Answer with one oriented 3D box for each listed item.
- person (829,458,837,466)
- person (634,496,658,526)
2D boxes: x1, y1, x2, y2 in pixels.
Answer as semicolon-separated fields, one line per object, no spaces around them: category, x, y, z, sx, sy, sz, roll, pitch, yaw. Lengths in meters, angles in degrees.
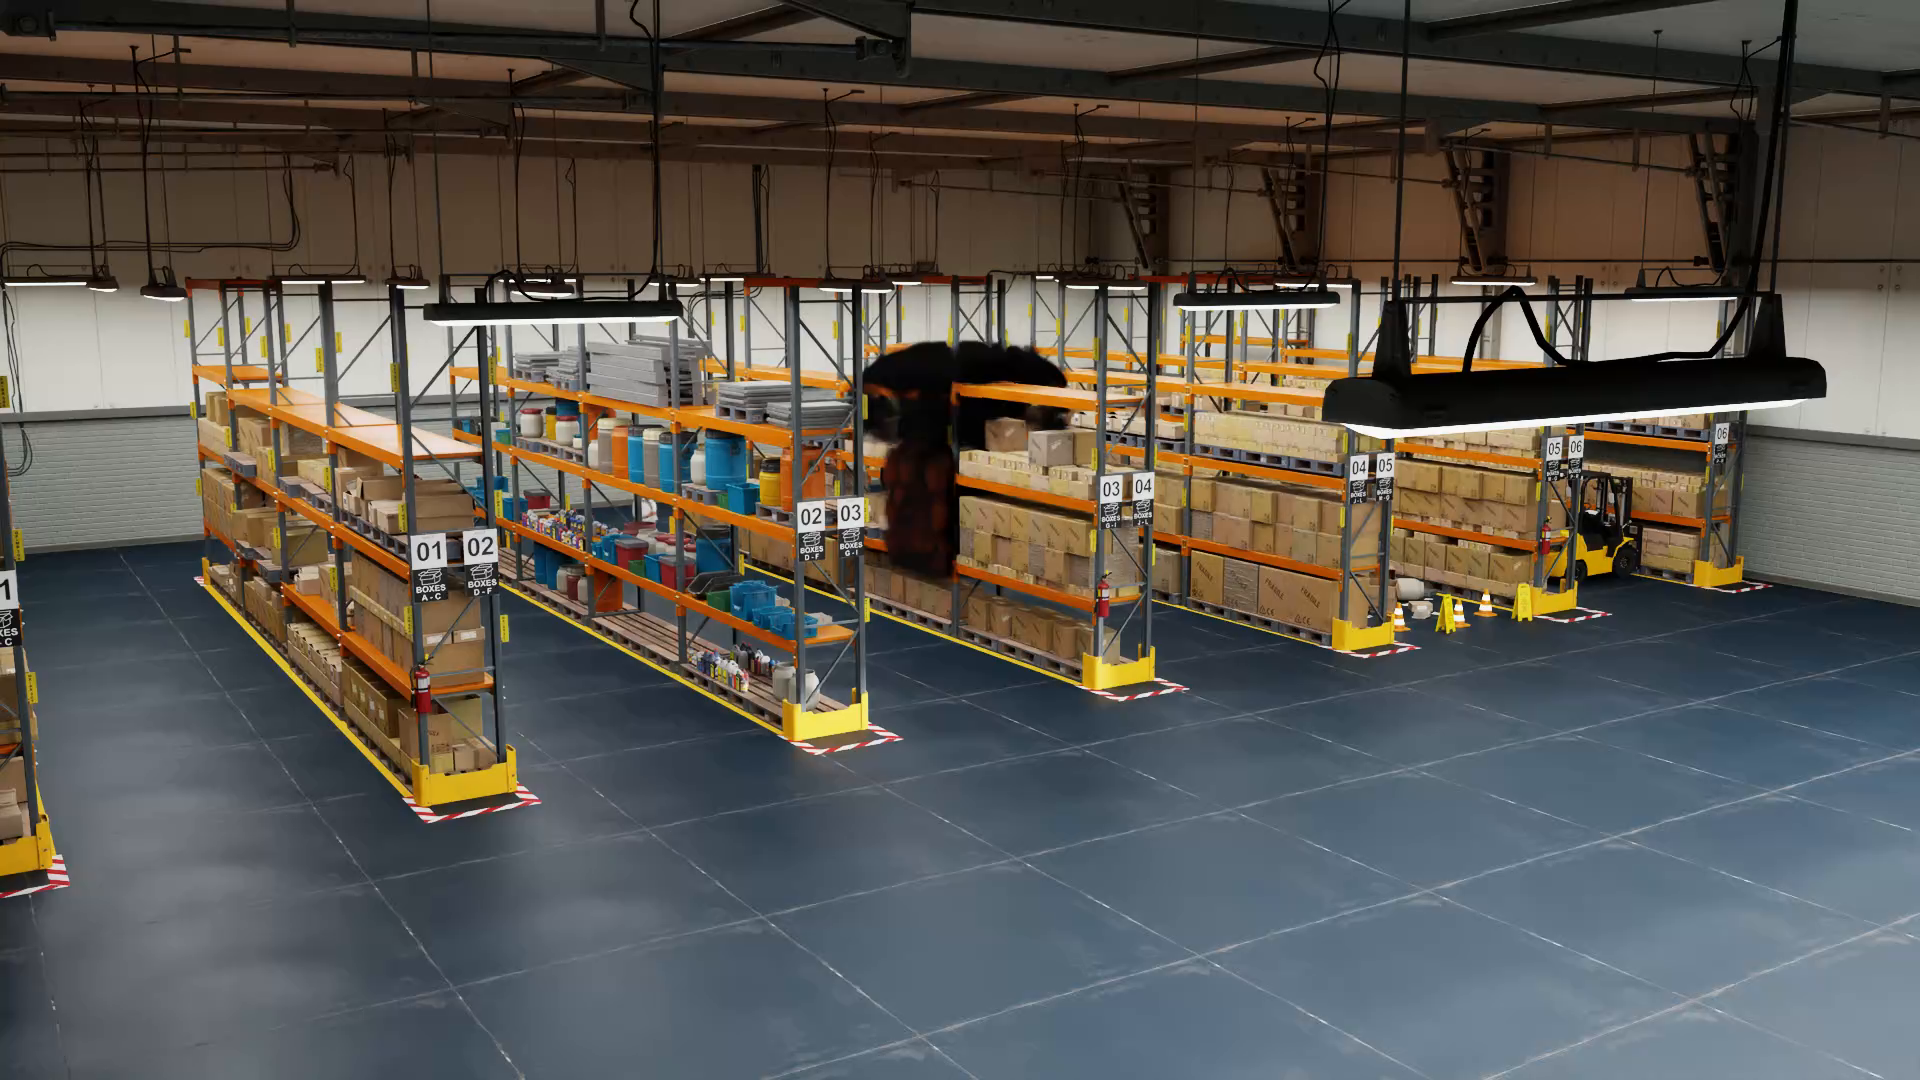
person;-3.129;-1.315;41.283;0.552;1.538;0.556;1;10;9
person;-6.437;-0.251;34.051;0.636;1.804;0.907;-9;13;-43
